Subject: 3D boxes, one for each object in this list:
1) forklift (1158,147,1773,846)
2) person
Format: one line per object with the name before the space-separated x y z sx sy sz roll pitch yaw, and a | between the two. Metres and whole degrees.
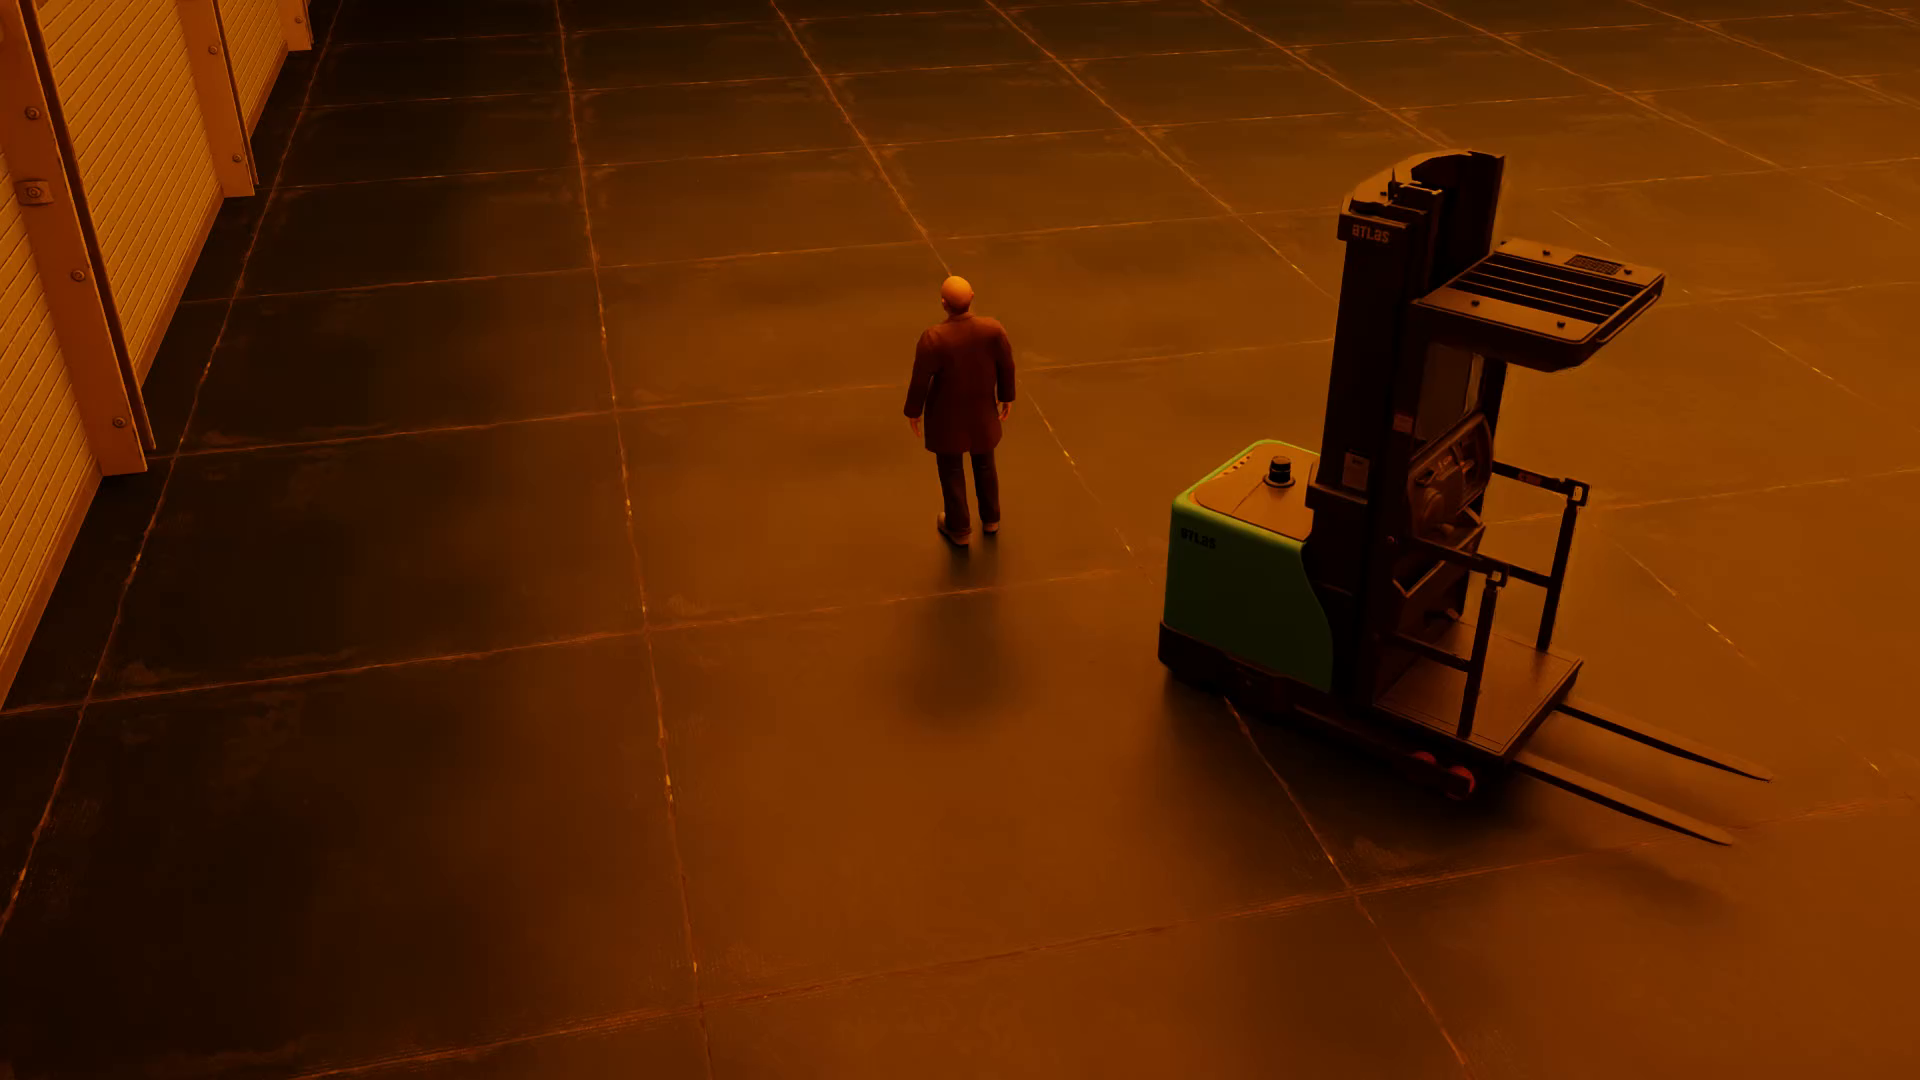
forklift | 2.565 -0.278 8.055 3.031 2.935 1.130 22 37 33
person | -0.016 -0.820 10.129 0.694 1.775 0.582 -7 31 -12
